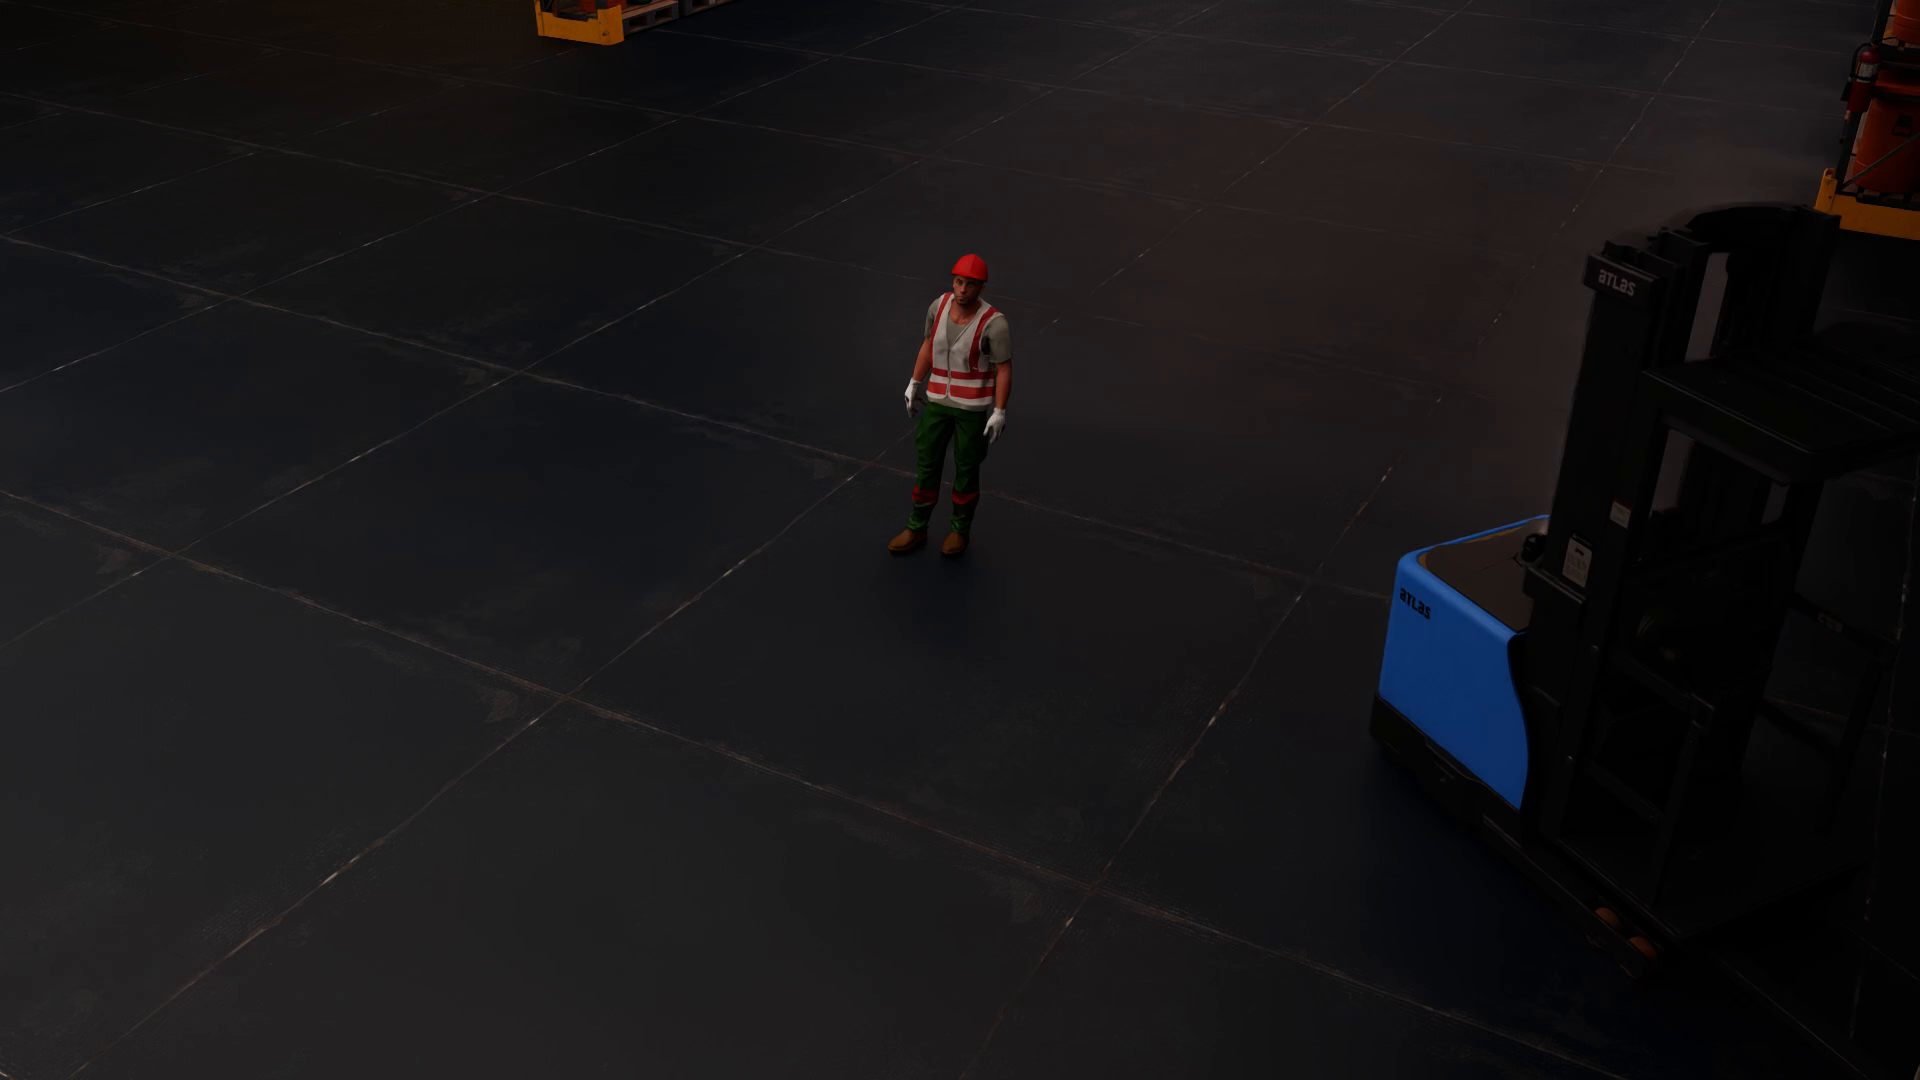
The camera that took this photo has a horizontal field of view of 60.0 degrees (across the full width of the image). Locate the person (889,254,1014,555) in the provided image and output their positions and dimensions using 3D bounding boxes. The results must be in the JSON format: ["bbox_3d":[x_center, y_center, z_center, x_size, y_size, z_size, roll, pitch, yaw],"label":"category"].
[{"bbox_3d":[-0.050,-0.750,9.497,0.637,1.787,0.564,15,33,25],"label":"person"}]

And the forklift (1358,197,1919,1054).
[{"bbox_3d":[3.214,0.256,6.627,1.130,2.935,3.031,-20,36,-31],"label":"forklift"}]
